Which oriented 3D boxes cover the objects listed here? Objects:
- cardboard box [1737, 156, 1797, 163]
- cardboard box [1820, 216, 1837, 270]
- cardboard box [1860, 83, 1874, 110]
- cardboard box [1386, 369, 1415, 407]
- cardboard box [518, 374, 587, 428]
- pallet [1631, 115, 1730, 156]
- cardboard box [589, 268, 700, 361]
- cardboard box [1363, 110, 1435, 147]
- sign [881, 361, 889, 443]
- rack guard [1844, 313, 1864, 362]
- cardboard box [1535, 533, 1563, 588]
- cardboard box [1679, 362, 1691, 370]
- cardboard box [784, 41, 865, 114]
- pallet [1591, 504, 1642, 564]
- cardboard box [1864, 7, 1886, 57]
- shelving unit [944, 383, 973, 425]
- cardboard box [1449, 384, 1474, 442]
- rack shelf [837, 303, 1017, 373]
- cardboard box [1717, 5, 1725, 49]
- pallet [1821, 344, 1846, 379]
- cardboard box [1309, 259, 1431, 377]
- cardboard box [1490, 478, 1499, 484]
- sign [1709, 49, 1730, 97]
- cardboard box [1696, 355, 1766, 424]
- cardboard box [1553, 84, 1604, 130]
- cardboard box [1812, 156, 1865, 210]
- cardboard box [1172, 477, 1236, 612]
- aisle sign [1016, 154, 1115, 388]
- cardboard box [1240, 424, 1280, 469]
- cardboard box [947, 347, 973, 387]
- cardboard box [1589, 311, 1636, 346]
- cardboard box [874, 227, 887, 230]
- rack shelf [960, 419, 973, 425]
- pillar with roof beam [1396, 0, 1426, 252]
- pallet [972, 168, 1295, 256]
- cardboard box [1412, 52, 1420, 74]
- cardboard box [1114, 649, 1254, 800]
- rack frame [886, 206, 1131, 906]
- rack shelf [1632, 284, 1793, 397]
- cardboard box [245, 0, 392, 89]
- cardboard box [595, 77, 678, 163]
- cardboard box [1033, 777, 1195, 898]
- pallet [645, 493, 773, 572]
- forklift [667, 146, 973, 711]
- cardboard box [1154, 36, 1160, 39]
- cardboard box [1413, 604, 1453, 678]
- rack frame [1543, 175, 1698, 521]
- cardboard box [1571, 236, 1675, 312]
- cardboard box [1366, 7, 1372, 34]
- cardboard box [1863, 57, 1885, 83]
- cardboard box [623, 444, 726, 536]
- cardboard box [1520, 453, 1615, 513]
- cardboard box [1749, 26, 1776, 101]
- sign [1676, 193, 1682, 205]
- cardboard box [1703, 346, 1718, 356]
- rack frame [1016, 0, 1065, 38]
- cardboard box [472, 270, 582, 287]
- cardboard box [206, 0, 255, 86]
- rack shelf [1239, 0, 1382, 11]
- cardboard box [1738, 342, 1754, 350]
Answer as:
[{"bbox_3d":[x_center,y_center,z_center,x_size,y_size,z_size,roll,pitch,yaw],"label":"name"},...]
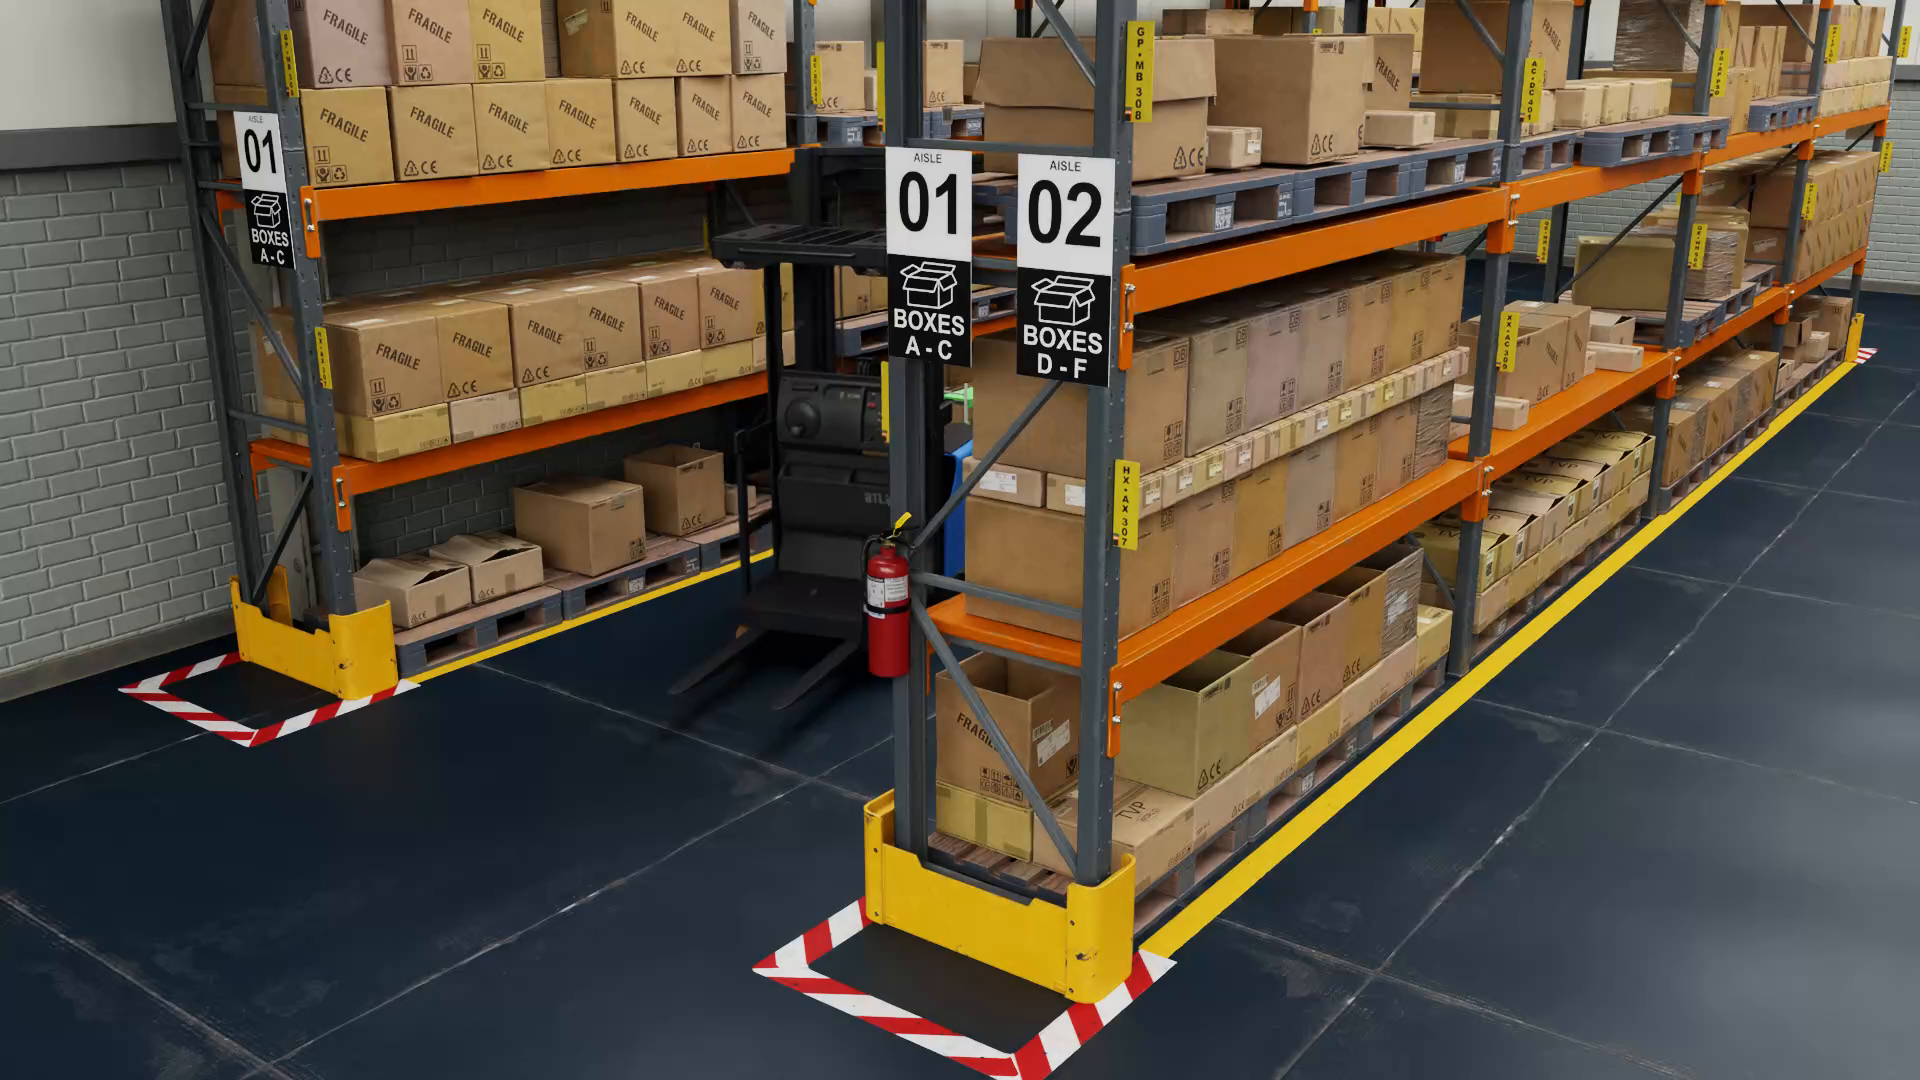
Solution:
[{"bbox_3d":[8.306,-3.687,17.204,0.500,0.500,0.500,12,21,34],"label":"cardboard box"},{"bbox_3d":[8.433,-2.996,16.664,0.500,0.500,0.500,12,21,34],"label":"cardboard box"},{"bbox_3d":[9.003,-4.539,16.999,0.500,0.250,0.500,12,21,35],"label":"cardboard box"},{"bbox_3d":[2.093,-0.799,8.496,0.380,0.149,0.250,12,21,35],"label":"cardboard box"},{"bbox_3d":[-2.671,-0.894,10.284,0.500,0.250,0.500,12,21,34],"label":"cardboard box"},{"bbox_3d":[4.592,-2.845,11.610,1.213,0.211,1.003,14,22,37],"label":"pallet"},{"bbox_3d":[-2.074,-1.493,10.949,0.500,0.500,0.500,12,21,33],"label":"cardboard box"},{"bbox_3d":[2.042,-1.972,7.958,0.380,0.149,0.250,12,21,35],"label":"cardboard box"},{"bbox_3d":[-0.270,-0.540,6.574,0.100,0.325,0.005,12,21,35],"label":"sign"},{"bbox_3d":[9.646,-2.374,19.046,1.175,0.500,0.348,12,21,35],"label":"rack guard"},{"bbox_3d":[3.593,0.087,10.834,0.500,0.250,0.500,12,21,33],"label":"cardboard box"},{"bbox_3d":[6.228,-1.697,14.861,0.500,0.250,0.500,12,21,35],"label":"cardboard box"},{"bbox_3d":[-1.049,-3.399,12.198,0.500,0.500,0.500,16,24,42],"label":"cardboard box"},{"bbox_3d":[4.403,-0.160,12.402,1.003,0.211,1.213,12,21,35],"label":"pallet"},{"bbox_3d":[9.398,-5.419,17.722,0.700,0.500,0.500,12,21,35],"label":"cardboard box"},{"bbox_3d":[0.099,-0.612,12.193,0.258,1.200,0.503,12,21,35],"label":"shelving unit"},{"bbox_3d":[2.800,-0.781,9.955,0.500,0.250,0.500,14,22,38],"label":"cardboard box"},{"bbox_3d":[-0.248,-1.735,13.986,1.077,0.370,4.000,12,21,35],"label":"rack shelf"},{"bbox_3d":[5.493,-3.863,12.712,0.500,0.500,0.500,12,21,35],"label":"cardboard box"},{"bbox_3d":[9.172,-2.046,18.477,1.003,0.211,1.213,12,21,35],"label":"pallet"},{"bbox_3d":[1.982,-1.168,8.590,0.700,0.500,0.500,12,21,35],"label":"cardboard box"},{"bbox_3d":[3.459,-0.393,11.433,0.500,0.311,0.500,12,21,34],"label":"cardboard box"},{"bbox_3d":[5.365,-3.298,11.742,0.100,0.325,0.005,12,21,35],"label":"sign"},{"bbox_3d":[6.943,-1.365,15.055,0.500,0.500,0.500,13,21,35],"label":"cardboard box"},{"bbox_3d":[3.730,-2.734,10.477,0.500,0.250,0.500,10,20,30],"label":"cardboard box"},{"bbox_3d":[9.041,-3.712,17.284,0.500,0.500,0.500,13,22,36],"label":"cardboard box"},{"bbox_3d":[0.755,-0.058,7.203,0.700,0.500,0.500,13,22,36],"label":"cardboard box"},{"bbox_3d":[0.365,-0.947,5.852,0.394,0.787,0.004,12,21,35],"label":"aisle sign"},{"bbox_3d":[1.179,-0.434,7.322,0.380,0.149,0.250,12,21,33],"label":"cardboard box"},{"bbox_3d":[-0.136,-1.501,14.227,0.500,0.250,0.500,12,21,34],"label":"cardboard box"},{"bbox_3d":[4.673,-1.559,12.357,0.500,0.311,0.500,14,22,38],"label":"cardboard box"},{"bbox_3d":[-0.403,-2.270,13.584,0.700,0.500,0.500,16,24,42],"label":"cardboard box"},{"bbox_3d":[0.099,-0.781,12.141,0.258,0.148,0.480,12,21,35],"label":"rack shelf"},{"bbox_3d":[10.082,-7.361,20.773,9.100,9.000,0.400,12,21,35],"label":"pillar with roof beam"},{"bbox_3d":[0.600,-1.329,6.558,1.003,0.211,1.213,12,21,35],"label":"pallet"},{"bbox_3d":[5.178,-5.724,19.937,0.500,0.250,0.500,11,21,33],"label":"cardboard box"},{"bbox_3d":[0.952,0.771,7.366,0.500,0.500,0.500,12,21,35],"label":"cardboard box"},{"bbox_3d":[0.158,0.225,6.462,1.000,3.000,0.127,12,21,35],"label":"rack frame"},{"bbox_3d":[6.116,-1.813,14.238,1.077,0.370,4.000,12,21,35],"label":"rack shelf"},{"bbox_3d":[-3.398,-2.666,8.824,0.500,0.500,0.500,11,20,31],"label":"cardboard box"},{"bbox_3d":[-2.153,-2.671,10.528,0.500,0.500,0.500,11,21,33],"label":"cardboard box"},{"bbox_3d":[0.656,1.249,7.092,0.500,0.250,0.500,12,21,35],"label":"cardboard box"},{"bbox_3d":[-1.811,-0.104,12.224,1.003,0.211,1.213,12,21,35],"label":"pallet"},{"bbox_3d":[-0.730,-0.760,9.748,1.130,2.935,3.031,6,18,19],"label":"forklift"},{"bbox_3d":[1.460,-4.507,15.730,0.700,0.500,0.500,11,20,32],"label":"cardboard box"},{"bbox_3d":[2.440,0.534,9.395,0.500,0.250,0.500,12,21,35],"label":"cardboard box"},{"bbox_3d":[4.925,-1.681,12.598,1.000,3.000,0.127,12,21,35],"label":"rack frame"},{"bbox_3d":[5.209,-2.099,13.068,0.700,0.500,0.500,5,18,16],"label":"cardboard box"},{"bbox_3d":[4.279,-5.719,18.656,0.500,0.500,0.500,12,21,34],"label":"cardboard box"},{"bbox_3d":[9.292,-4.899,17.314,0.500,0.250,0.500,12,21,35],"label":"cardboard box"},{"bbox_3d":[-2.026,-0.364,11.832,0.500,0.500,0.500,11,20,31],"label":"cardboard box"},{"bbox_3d":[4.203,-0.423,11.530,0.500,0.311,0.500,12,21,34],"label":"cardboard box"},{"bbox_3d":[6.569,-4.092,14.259,0.600,0.600,0.600,12,21,34],"label":"cardboard box"},{"bbox_3d":[6.868,-3.141,15.840,0.100,0.325,0.005,12,21,35],"label":"sign"},{"bbox_3d":[6.824,-1.577,15.739,0.500,0.500,0.500,11,21,32],"label":"cardboard box"},{"bbox_3d":[0.944,-5.420,14.524,1.000,3.000,0.127,12,21,35],"label":"rack frame"},{"bbox_3d":[-2.800,-1.457,10.834,0.500,0.500,0.500,13,21,35],"label":"cardboard box"},{"bbox_3d":[-3.776,-2.766,9.146,0.500,0.500,0.500,14,22,37],"label":"cardboard box"},{"bbox_3d":[4.519,-6.315,19.292,1.077,0.370,4.000,12,21,35],"label":"rack shelf"},{"bbox_3d":[7.866,-1.924,17.173,0.500,0.311,0.500,12,21,35],"label":"cardboard box"}]
